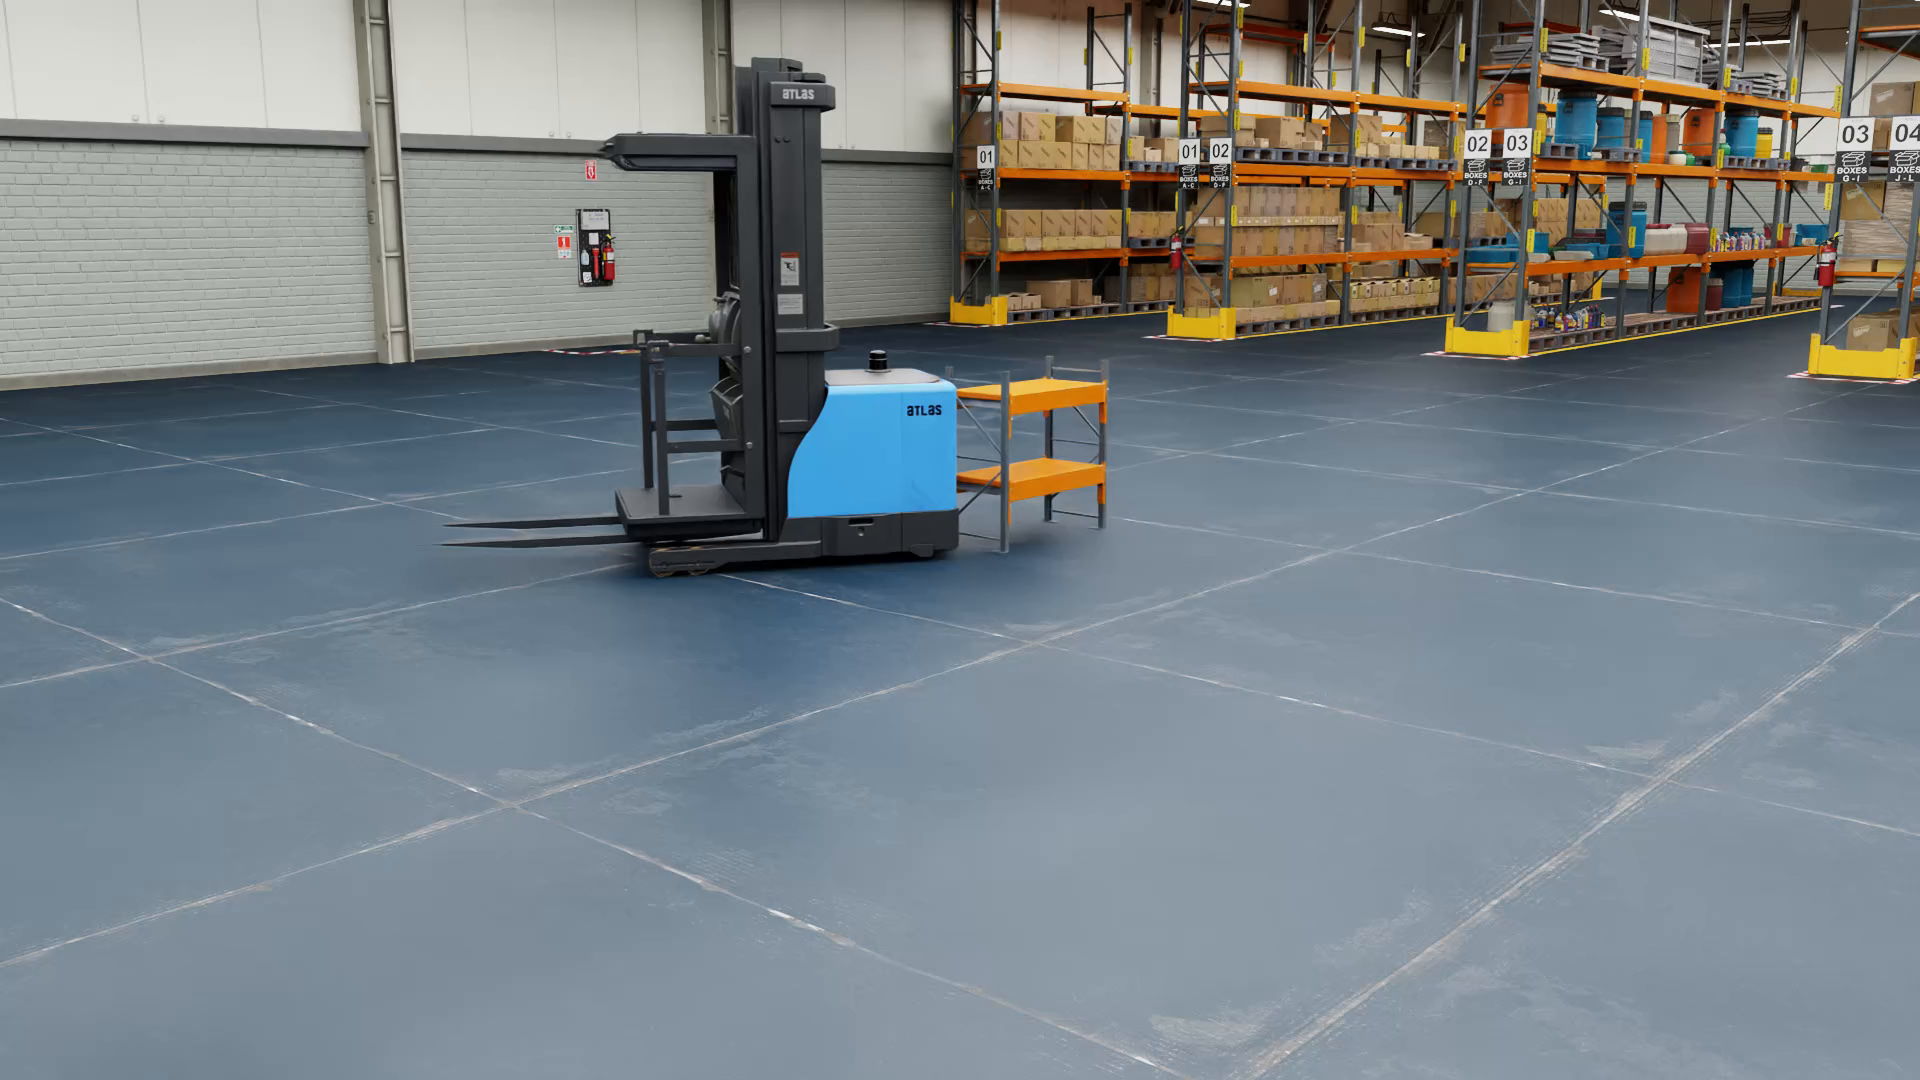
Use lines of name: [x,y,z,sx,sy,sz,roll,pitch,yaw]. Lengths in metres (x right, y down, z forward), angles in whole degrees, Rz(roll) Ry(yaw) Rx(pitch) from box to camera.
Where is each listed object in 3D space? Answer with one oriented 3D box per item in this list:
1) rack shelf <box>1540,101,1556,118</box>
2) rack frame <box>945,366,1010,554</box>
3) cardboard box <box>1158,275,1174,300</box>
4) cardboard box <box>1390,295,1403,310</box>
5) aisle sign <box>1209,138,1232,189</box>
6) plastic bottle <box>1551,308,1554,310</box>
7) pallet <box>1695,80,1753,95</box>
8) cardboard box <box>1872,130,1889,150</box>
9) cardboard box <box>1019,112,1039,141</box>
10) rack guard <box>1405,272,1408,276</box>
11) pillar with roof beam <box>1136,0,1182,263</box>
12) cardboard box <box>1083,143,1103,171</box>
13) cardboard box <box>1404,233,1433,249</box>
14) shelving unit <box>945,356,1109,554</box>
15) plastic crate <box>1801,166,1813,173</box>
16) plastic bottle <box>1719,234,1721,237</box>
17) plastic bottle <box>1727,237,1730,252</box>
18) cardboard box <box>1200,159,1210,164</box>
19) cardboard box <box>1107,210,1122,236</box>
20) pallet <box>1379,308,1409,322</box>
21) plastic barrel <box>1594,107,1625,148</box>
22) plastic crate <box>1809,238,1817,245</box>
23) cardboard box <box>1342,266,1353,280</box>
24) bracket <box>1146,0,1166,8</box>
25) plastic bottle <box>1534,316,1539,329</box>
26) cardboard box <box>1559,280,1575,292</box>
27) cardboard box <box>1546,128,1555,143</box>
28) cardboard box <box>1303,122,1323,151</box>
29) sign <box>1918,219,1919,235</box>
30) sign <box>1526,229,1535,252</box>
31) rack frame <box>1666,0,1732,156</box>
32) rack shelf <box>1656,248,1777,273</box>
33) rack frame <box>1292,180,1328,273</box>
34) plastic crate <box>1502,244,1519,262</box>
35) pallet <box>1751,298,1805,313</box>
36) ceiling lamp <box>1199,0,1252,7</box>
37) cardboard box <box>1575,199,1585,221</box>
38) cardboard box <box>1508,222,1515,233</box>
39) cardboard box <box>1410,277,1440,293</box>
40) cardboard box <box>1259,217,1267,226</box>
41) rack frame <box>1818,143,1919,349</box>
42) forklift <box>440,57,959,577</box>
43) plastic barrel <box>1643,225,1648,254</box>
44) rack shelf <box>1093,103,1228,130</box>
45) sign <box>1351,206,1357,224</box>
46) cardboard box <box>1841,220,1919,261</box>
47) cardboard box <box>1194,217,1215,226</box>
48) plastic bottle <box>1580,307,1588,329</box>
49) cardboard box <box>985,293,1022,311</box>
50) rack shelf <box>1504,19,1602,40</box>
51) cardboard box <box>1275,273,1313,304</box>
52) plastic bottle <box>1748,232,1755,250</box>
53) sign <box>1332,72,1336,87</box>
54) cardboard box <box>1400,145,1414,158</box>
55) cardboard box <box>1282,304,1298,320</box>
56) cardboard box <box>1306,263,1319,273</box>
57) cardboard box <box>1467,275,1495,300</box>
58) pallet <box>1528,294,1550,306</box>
rack shelf: [13.254,-9.495,37.121,1.077,0.370,4.000,10,15,40]
rack frame: [0.104,-0.501,10.349,0.500,1.125,0.032,10,15,40]
cardboard box: [4.074,-5.329,34.993,0.700,0.500,0.500,10,15,41]
cardboard box: [8.120,-4.548,31.770,0.500,0.250,0.500,10,15,41]
aisle sign: [4.200,-6.074,26.824,0.394,0.787,0.004,10,15,40]
plastic bottle: [9.639,-3.634,27.080,0.152,0.276,0.135,10,15,42]
pallet: [13.511,-8.139,29.991,1.213,0.211,1.003,10,15,40]
cardboard box: [11.579,-5.068,21.151,0.500,0.250,0.500,10,15,42]
cardboard box: [1.095,-7.601,30.589,0.500,0.500,0.500,10,15,40]
rack guard: [10.867,-6.620,42.578,1.175,0.500,0.348,10,15,40]
pillar with roof beam: [7.296,-8.971,32.650,9.100,9.000,0.548,10,15,40]
cardboard box: [2.439,-7.427,32.274,0.500,0.500,0.500,8,14,36]
cardboard box: [9.021,-5.933,32.988,0.500,0.311,0.500,11,16,44]
shelving unit: [0.439,-0.576,10.725,0.538,1.125,1.048,10,15,40]
plastic crate: [17.115,-7.567,33.952,0.437,0.136,0.530,10,15,40]
plastic bottle: [15.002,-5.897,32.875,0.061,0.283,0.133,10,15,40]
plastic bottle: [14.248,-5.492,30.880,0.097,0.271,0.097,0,11,0]
cardboard box: [5.298,-7.961,35.430,0.500,0.311,0.500,10,15,40]
cardboard box: [2.850,-6.271,32.867,0.500,0.500,0.500,10,15,40]
pallet: [7.915,-4.363,32.016,1.003,0.211,1.213,10,15,40]
plastic barrel: [10.544,-6.615,27.235,0.600,0.901,0.708,10,15,40]
plastic crate: [17.891,-6.318,35.204,0.396,0.136,0.243,10,15,40]
cardboard box: [9.115,-6.404,40.425,0.700,0.500,0.500,10,15,40]
bracket: [4.055,-11.186,34.549,0.235,0.232,0.430,10,15,40]
plastic bottle: [9.119,-3.447,26.333,0.097,0.201,0.097,0,11,0]
cardboard box: [13.751,-5.822,38.097,0.500,0.250,0.500,10,15,40]
cardboard box: [12.663,-8.756,36.423,0.700,0.500,0.500,10,15,40]
cardboard box: [6.123,-7.191,29.713,0.500,0.500,0.500,-11,15,-43]
sign: [11.859,-3.921,20.474,0.100,0.325,0.005,10,15,40]
sign: [8.142,-4.271,23.730,0.100,0.325,0.005,10,15,40]
rack frame: [13.012,-8.326,29.422,1.000,3.000,0.127,10,15,40]
rack shelf: [14.332,-5.326,31.553,1.077,0.370,4.000,10,15,40]
rack frame: [8.211,-7.253,39.369,1.000,3.000,0.127,10,15,40]
plastic crate: [8.270,-4.341,25.168,0.499,0.251,0.408,10,15,40]
pallet: [16.914,-4.899,34.698,1.003,0.211,1.213,10,15,40]
ceiling lamp: [4.949,-11.498,30.401,0.800,3.185,2.000,10,15,40]
cardboard box: [13.816,-7.489,37.740,0.500,0.500,0.500,10,15,42]
cardboard box: [12.071,-6.769,36.690,0.500,0.500,0.500,10,15,41]
cardboard box: [9.133,-5.049,32.847,0.500,0.311,0.500,10,15,42]
cardboard box: [4.940,-5.358,27.965,0.380,0.149,0.250,9,15,39]
rack frame: [11.452,-3.567,20.910,1.000,3.000,0.127,10,15,40]
forklift: [-1.583,-1.336,9.918,3.031,2.935,1.130,-3,12,-15]
plastic barrel: [11.168,-4.975,27.612,0.433,0.535,0.433,0,11,0]
rack shelf: [4.250,-8.764,34.471,1.077,0.370,4.000,10,15,40]
sign: [7.071,-5.828,29.821,0.100,0.325,0.005,10,15,40]
cardboard box: [11.835,-3.839,21.259,0.875,0.500,0.500,10,15,40]
cardboard box: [4.122,-5.296,27.657,0.380,0.149,0.250,9,15,39]
plastic bottle: [9.823,-3.505,26.239,0.144,0.351,0.185,10,15,40]
cardboard box: [0.814,-4.475,31.201,0.500,0.311,0.500,8,14,34]
rack shelf: [13.254,-11.127,36.796,1.077,0.370,4.000,10,15,40]
cardboard box: [5.845,-4.419,29.212,0.500,0.500,0.500,10,15,40]
plastic bottle: [15.169,-5.744,31.936,0.144,0.351,0.185,10,15,40]
sign: [8.626,-10.624,38.340,0.100,0.325,0.005,10,15,40]
cardboard box: [8.318,-7.392,31.716,0.500,0.250,0.500,9,15,39]
cardboard box: [5.525,-3.976,28.909,0.500,0.250,0.500,10,15,40]
cardboard box: [7.879,-6.293,38.975,0.750,0.750,0.750,10,15,41]
cardboard box: [10.826,-5.273,34.714,0.500,0.500,0.500,9,14,38]
pallet: [12.388,-5.347,36.943,1.003,0.211,1.213,10,15,40]
